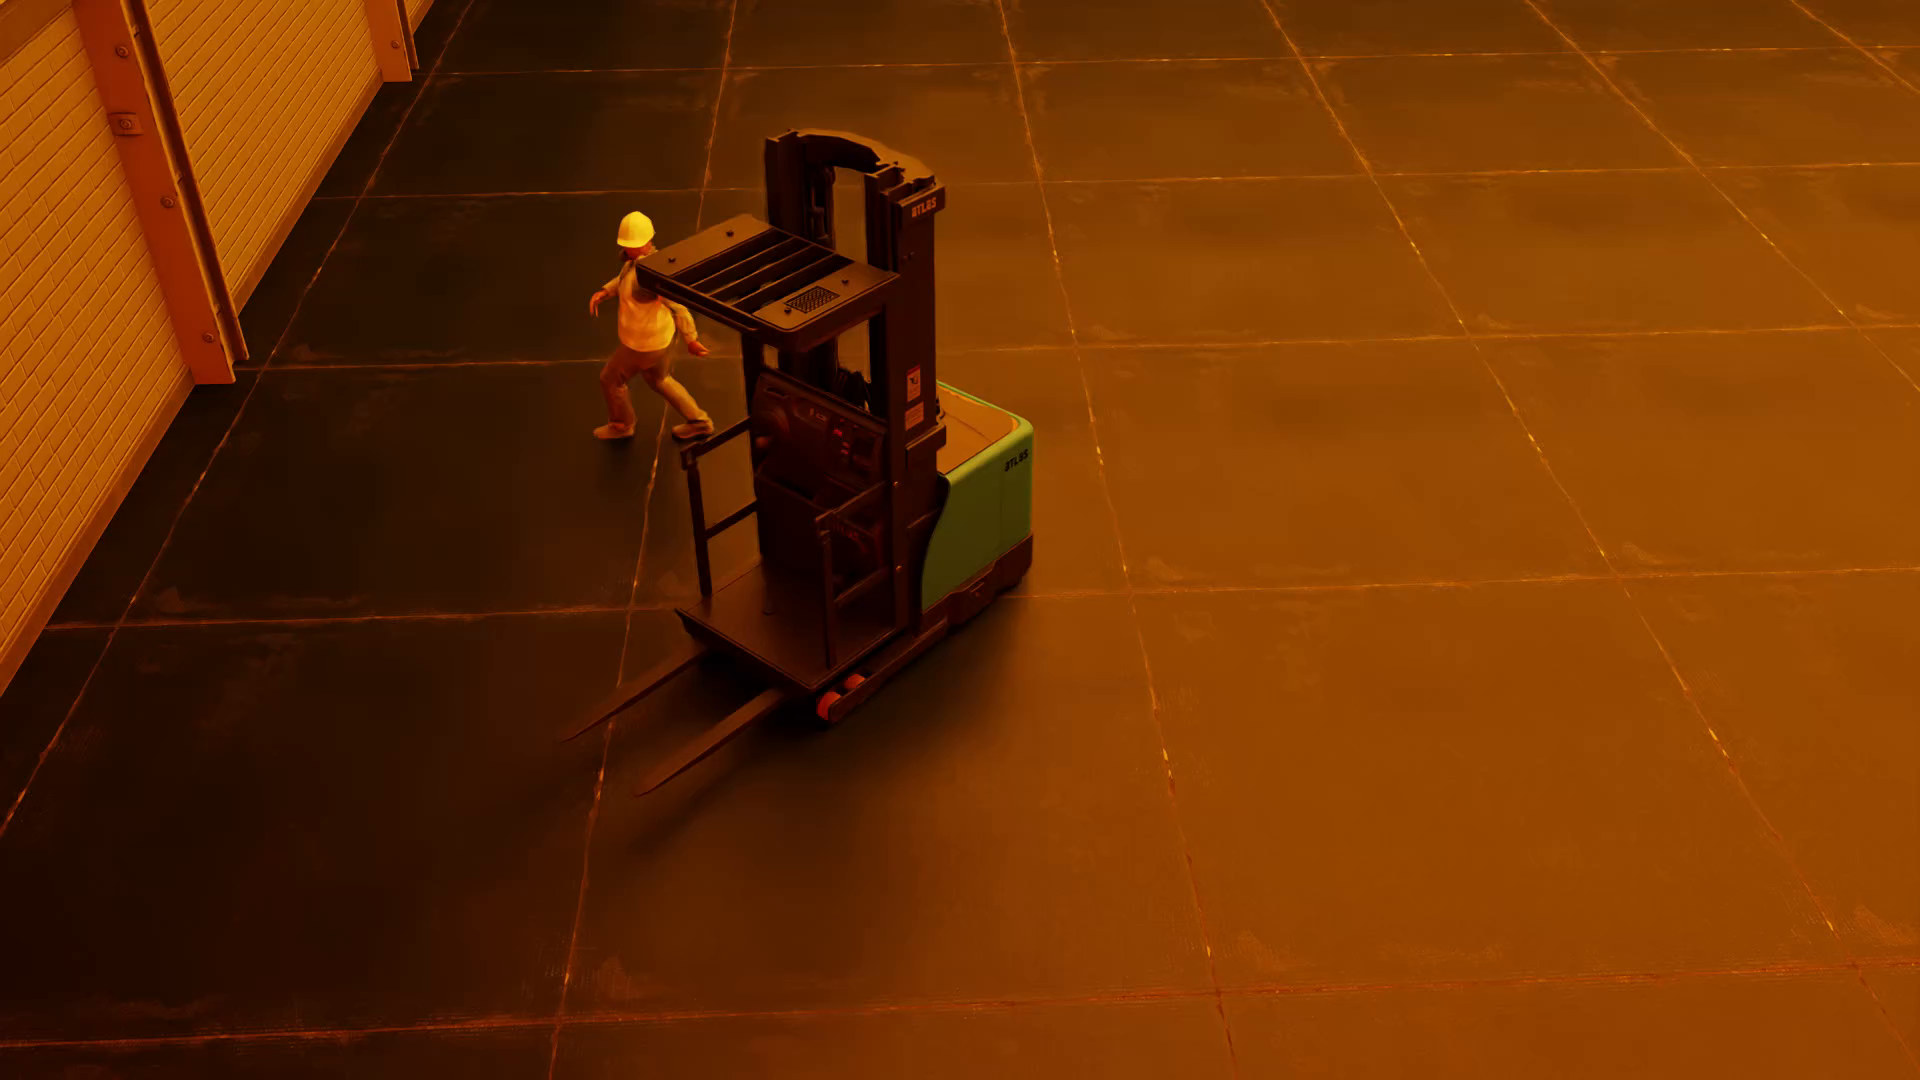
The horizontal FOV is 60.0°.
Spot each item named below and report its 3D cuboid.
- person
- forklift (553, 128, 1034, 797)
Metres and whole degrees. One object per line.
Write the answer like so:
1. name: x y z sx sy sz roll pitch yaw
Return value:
1. person: -2.083 -1.372 10.985 0.936 1.704 0.551 3 36 4
2. forklift: -0.896 -0.521 8.726 1.130 2.935 3.031 27 44 32
